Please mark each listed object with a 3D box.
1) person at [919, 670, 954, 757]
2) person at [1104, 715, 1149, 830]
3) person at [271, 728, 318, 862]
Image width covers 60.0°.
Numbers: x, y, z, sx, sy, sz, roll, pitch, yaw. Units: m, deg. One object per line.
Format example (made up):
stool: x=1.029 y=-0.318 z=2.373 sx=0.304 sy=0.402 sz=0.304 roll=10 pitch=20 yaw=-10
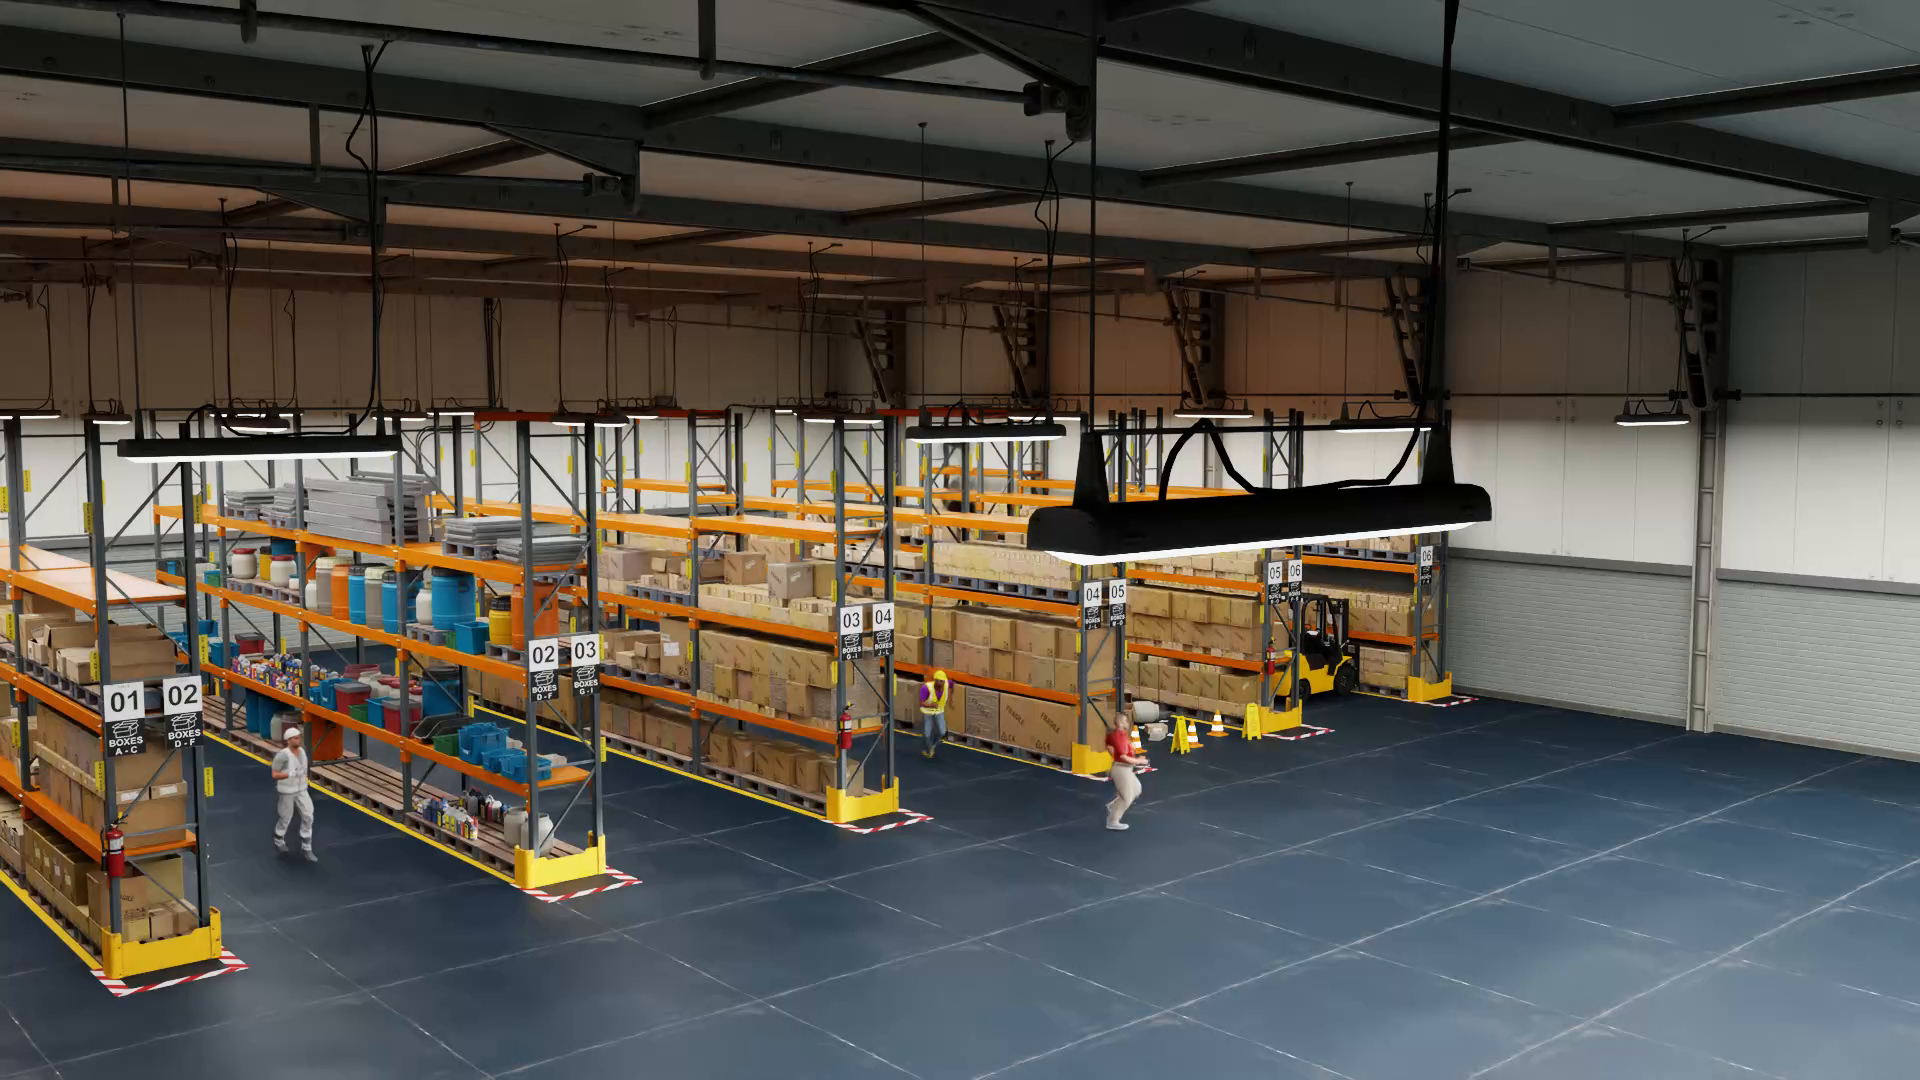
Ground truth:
person: x=-0.401 y=2.999 z=28.731 sx=0.744 sy=1.592 sz=0.897 roll=-2 pitch=6 yaw=-24
person: x=2.424 y=3.362 z=24.178 sx=0.616 sy=1.676 sz=0.679 roll=0 pitch=5 yaw=-1
person: x=-9.096 y=3.465 z=22.587 sx=0.792 sy=1.851 sz=0.616 roll=3 pitch=6 yaw=31
